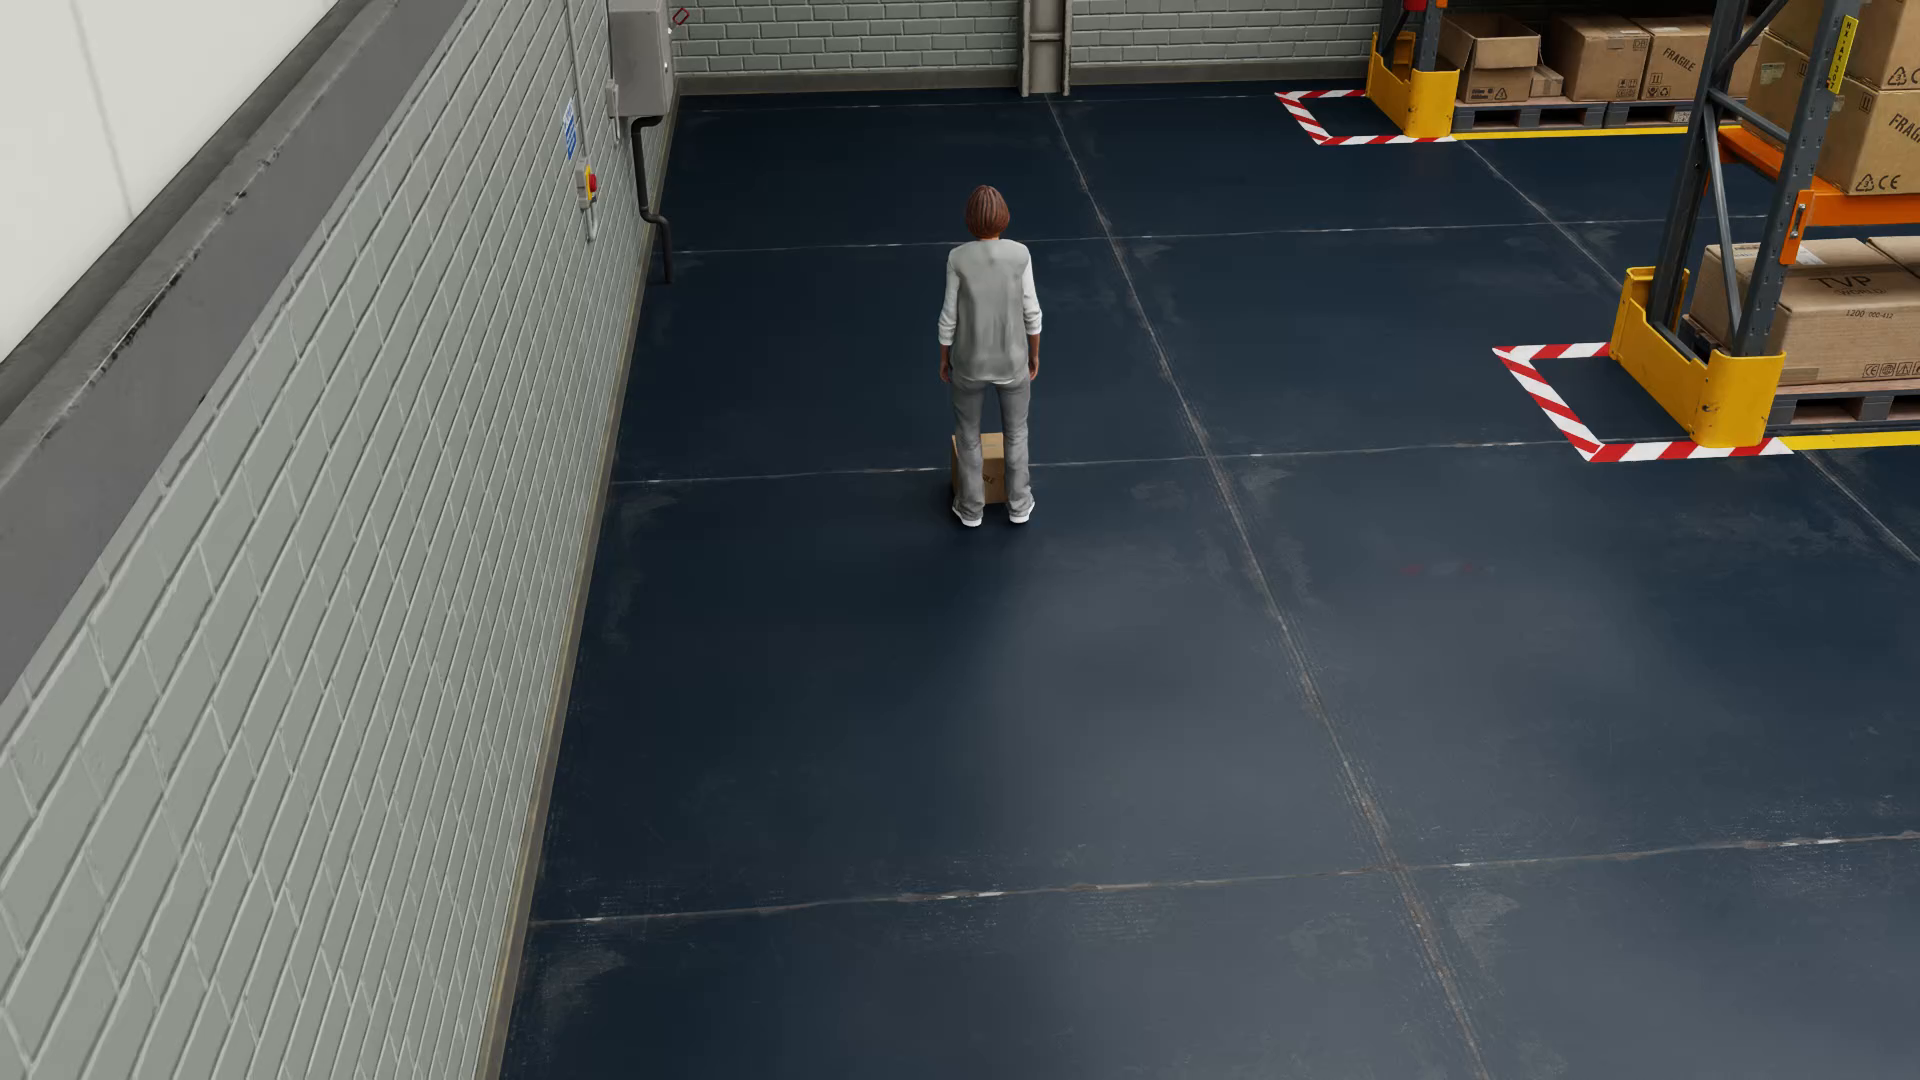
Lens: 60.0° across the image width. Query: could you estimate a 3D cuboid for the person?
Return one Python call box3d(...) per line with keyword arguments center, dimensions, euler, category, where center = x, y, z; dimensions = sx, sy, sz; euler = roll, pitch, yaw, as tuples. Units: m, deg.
box3d(center=(0.131, -0.786, 7.426), dimensions=(0.460, 1.592, 0.344), euler=(-3, 32, -4), category="person")
